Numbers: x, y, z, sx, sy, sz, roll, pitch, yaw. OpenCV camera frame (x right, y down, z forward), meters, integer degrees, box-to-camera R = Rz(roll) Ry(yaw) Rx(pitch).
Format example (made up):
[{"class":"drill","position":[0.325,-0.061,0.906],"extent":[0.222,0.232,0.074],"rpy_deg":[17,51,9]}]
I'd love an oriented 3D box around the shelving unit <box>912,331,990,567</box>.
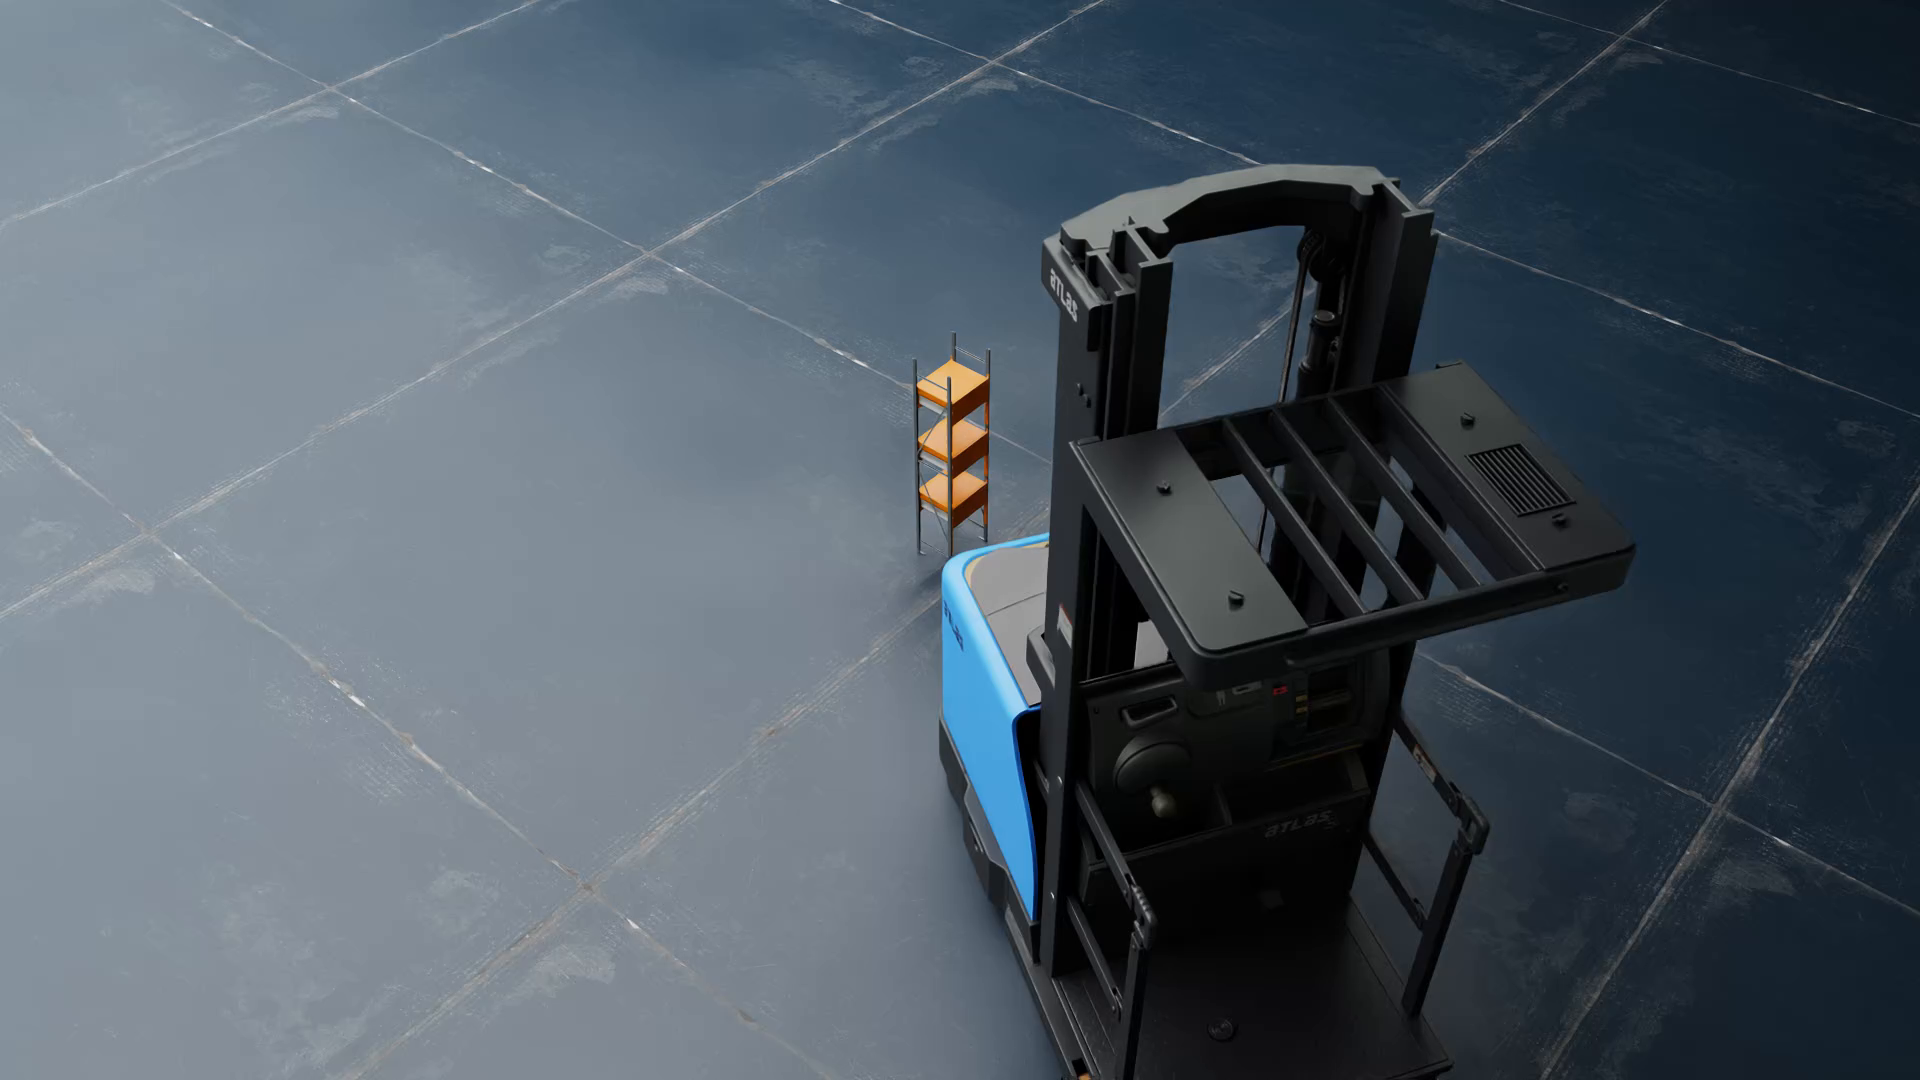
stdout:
[{"class":"shelving unit","position":[-0.034,-0.361,7.049],"extent":[0.215,1.050,0.252],"rpy_deg":[29,50,28]}]

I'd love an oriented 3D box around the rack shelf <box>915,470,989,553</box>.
[{"class":"rack shelf","position":[-0.034,-0.147,7.243],"extent":[0.215,0.259,0.240],"rpy_deg":[29,50,28]}]

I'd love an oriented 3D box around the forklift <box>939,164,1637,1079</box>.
[{"class":"forklift","position":[0.870,0.603,4.590],"extent":[1.130,2.935,3.031],"rpy_deg":[-13,44,-14]}]

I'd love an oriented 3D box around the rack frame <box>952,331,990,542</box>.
[{"class":"rack frame","position":[0.044,-0.424,7.118],"extent":[0.200,1.050,0.008],"rpy_deg":[29,50,28]}]

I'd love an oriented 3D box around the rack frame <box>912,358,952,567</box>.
[{"class":"rack frame","position":[-0.113,-0.298,6.980],"extent":[0.200,1.050,0.008],"rpy_deg":[29,50,28]}]

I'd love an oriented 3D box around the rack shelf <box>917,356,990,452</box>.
[{"class":"rack shelf","position":[-0.034,-0.563,6.865],"extent":[0.215,0.259,0.240],"rpy_deg":[29,50,28]}]

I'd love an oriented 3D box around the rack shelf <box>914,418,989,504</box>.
[{"class":"rack shelf","position":[-0.034,-0.353,7.056],"extent":[0.215,0.259,0.240],"rpy_deg":[29,50,28]}]
